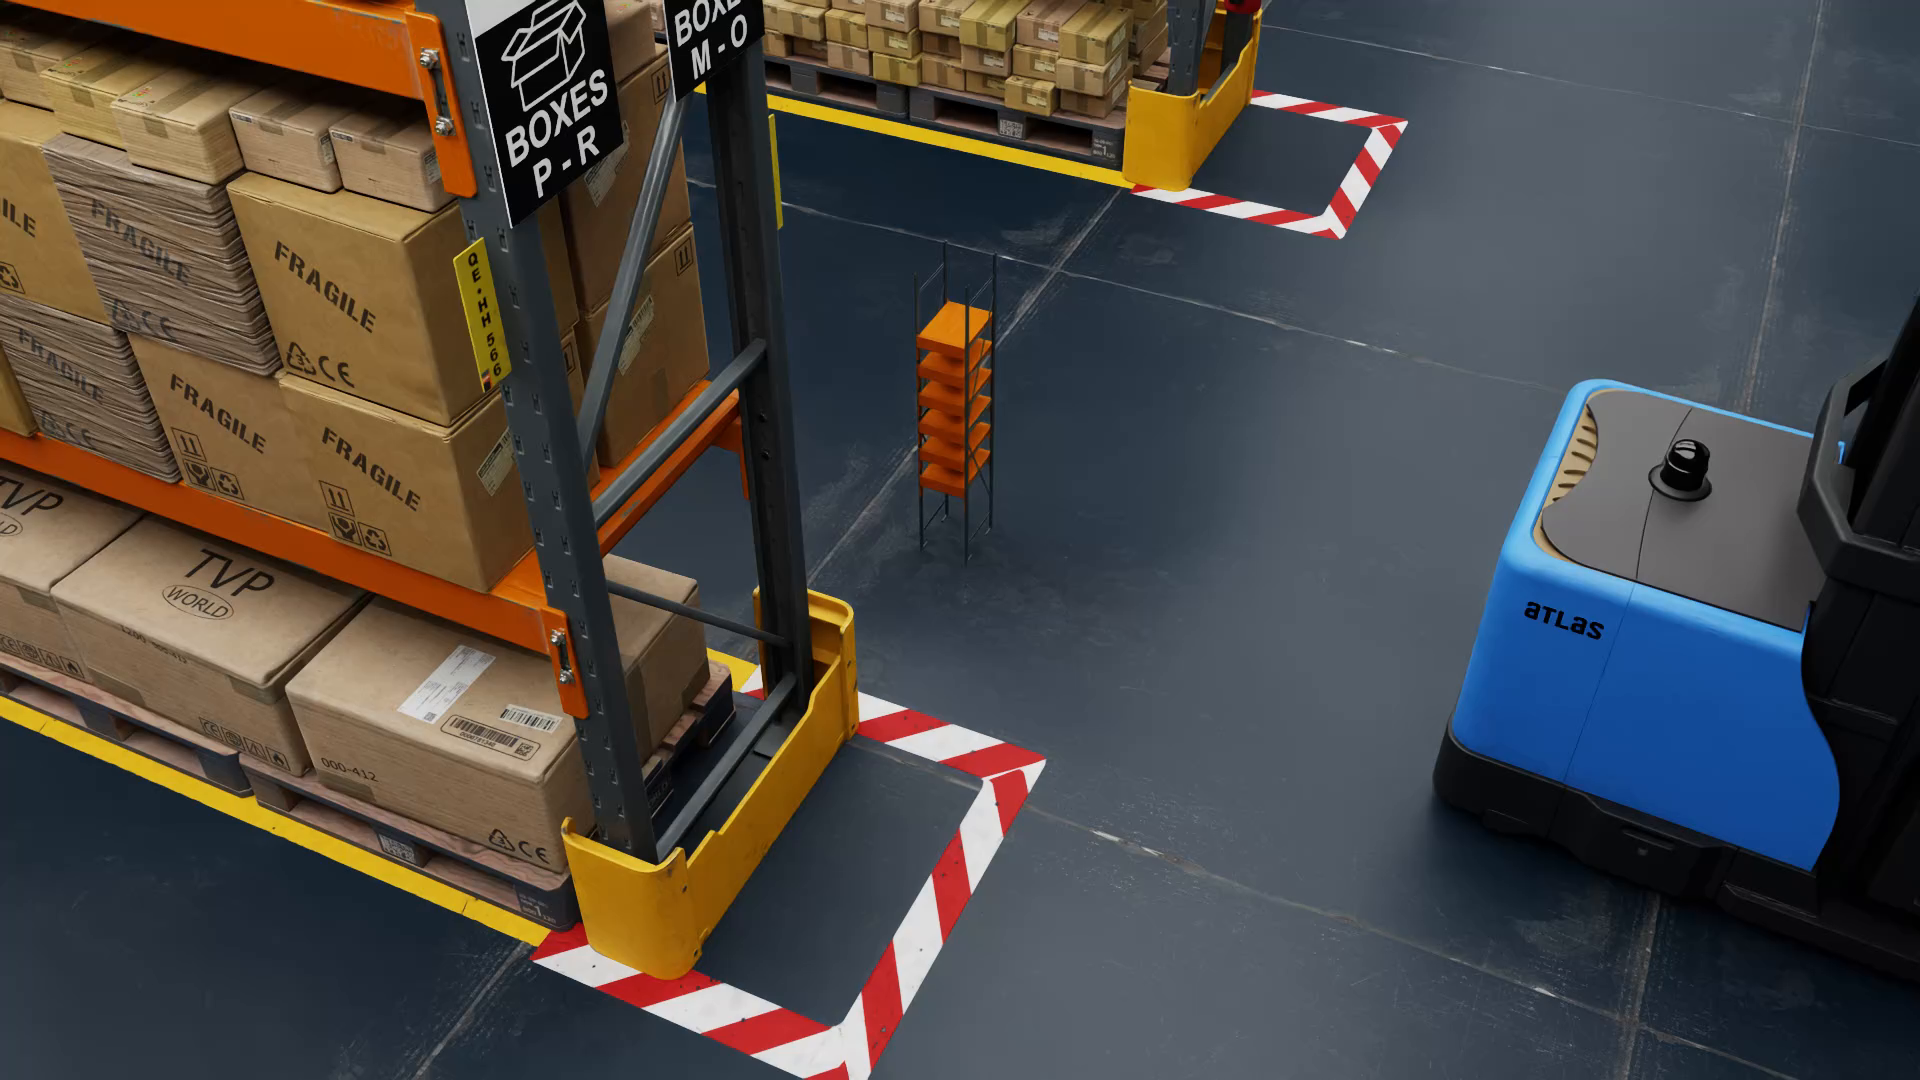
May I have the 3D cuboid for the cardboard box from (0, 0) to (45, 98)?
[{"bbox_3d":[-2.327,-1.214,4.026,0.250,0.149,0.380,18,44,20],"label":"cardboard box"}]

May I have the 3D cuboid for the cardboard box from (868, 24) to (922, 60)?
[{"bbox_3d":[-0.282,-2.667,8.666,0.250,0.149,0.380,18,44,19],"label":"cardboard box"}]

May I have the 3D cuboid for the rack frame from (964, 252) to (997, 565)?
[{"bbox_3d":[0.070,-0.432,5.832,0.006,1.200,0.240,17,44,19],"label":"rack frame"}]

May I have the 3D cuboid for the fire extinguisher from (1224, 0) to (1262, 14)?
[{"bbox_3d":[1.297,-2.704,7.424,0.183,0.674,0.296,17,44,19],"label":"fire extinguisher"}]

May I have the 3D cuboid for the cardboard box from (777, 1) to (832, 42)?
[{"bbox_3d":[-0.767,-2.809,8.830,0.250,0.149,0.380,17,44,19],"label":"cardboard box"}]

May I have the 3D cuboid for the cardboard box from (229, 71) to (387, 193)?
[{"bbox_3d":[-1.388,-0.949,3.720,0.250,0.149,0.380,18,44,19],"label":"cardboard box"}]

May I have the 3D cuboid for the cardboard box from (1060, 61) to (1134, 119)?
[{"bbox_3d":[0.699,-2.322,8.494,0.250,0.149,0.380,18,44,19],"label":"cardboard box"}]

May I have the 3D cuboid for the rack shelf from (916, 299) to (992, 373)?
[{"bbox_3d":[-0.013,-0.696,5.655,0.180,0.103,0.258,17,44,19],"label":"rack shelf"}]

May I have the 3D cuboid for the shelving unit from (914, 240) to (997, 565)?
[{"bbox_3d":[-0.013,-0.457,5.862,0.189,1.200,0.258,17,44,19],"label":"shelving unit"}]

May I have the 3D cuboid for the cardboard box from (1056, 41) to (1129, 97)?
[{"bbox_3d":[0.665,-2.389,8.345,0.250,0.149,0.380,16,43,18],"label":"cardboard box"}]

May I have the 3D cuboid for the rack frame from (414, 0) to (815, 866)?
[{"bbox_3d":[-0.738,-0.252,4.251,0.127,3.000,1.000,17,44,19],"label":"rack frame"}]

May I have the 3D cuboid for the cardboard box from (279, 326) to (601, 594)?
[{"bbox_3d":[-1.287,-0.266,4.191,0.500,0.500,0.500,17,44,19],"label":"cardboard box"}]

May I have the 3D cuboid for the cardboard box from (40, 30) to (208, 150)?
[{"bbox_3d":[-1.868,-1.065,3.854,0.250,0.149,0.380,18,44,20],"label":"cardboard box"}]

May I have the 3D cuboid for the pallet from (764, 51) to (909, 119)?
[{"bbox_3d":[-0.628,-2.770,9.285,1.213,0.211,1.003,17,44,19],"label":"pallet"}]

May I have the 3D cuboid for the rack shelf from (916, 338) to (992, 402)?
[{"bbox_3d":[-0.013,-0.605,5.734,0.180,0.103,0.258,17,44,19],"label":"rack shelf"}]

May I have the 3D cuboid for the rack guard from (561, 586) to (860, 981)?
[{"bbox_3d":[-0.716,0.699,5.062,0.348,0.500,1.175,17,44,19],"label":"rack guard"}]

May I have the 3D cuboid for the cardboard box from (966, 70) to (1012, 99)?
[{"bbox_3d":[0.220,-2.457,8.651,0.250,0.149,0.380,17,44,18],"label":"cardboard box"}]

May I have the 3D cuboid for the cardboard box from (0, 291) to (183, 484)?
[{"bbox_3d":[-2.205,-0.551,4.519,0.500,0.500,0.500,18,44,20],"label":"cardboard box"}]

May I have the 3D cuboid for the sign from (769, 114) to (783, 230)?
[{"bbox_3d":[-0.497,-0.937,4.319,0.005,0.325,0.100,17,44,19],"label":"sign"}]

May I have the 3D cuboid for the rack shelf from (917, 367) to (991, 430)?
[{"bbox_3d":[-0.013,-0.514,5.812,0.180,0.103,0.258,17,44,19],"label":"rack shelf"}]

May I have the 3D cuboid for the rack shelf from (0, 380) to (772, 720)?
[{"bbox_3d":[-2.550,-0.534,5.125,4.000,0.370,1.077,17,44,19],"label":"rack shelf"}]

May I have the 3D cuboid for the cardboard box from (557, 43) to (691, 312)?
[{"bbox_3d":[-1.052,-0.970,4.239,0.500,0.500,0.500,16,43,18],"label":"cardboard box"}]

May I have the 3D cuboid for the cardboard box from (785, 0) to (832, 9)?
[{"bbox_3d":[-0.731,-2.966,8.783,0.250,0.149,0.380,17,44,19],"label":"cardboard box"}]

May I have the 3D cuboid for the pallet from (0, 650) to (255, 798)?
[{"bbox_3d":[-2.597,0.288,5.757,1.213,0.211,1.003,17,44,19],"label":"pallet"}]

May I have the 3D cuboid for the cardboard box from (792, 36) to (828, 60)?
[{"bbox_3d":[-0.704,-2.753,8.992,0.250,0.149,0.380,18,44,20],"label":"cardboard box"}]

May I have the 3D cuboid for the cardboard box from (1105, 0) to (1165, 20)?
[{"bbox_3d":[0.933,-2.871,8.674,0.250,0.149,0.380,15,43,17],"label":"cardboard box"}]

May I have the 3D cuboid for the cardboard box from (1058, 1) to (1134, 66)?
[{"bbox_3d":[0.677,-2.521,8.270,0.250,0.149,0.380,17,44,19],"label":"cardboard box"}]

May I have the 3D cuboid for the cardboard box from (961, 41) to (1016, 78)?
[{"bbox_3d":[0.193,-2.532,8.510,0.250,0.149,0.380,15,43,17],"label":"cardboard box"}]

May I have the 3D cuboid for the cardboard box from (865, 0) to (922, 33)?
[{"bbox_3d":[-0.290,-2.771,8.559,0.250,0.149,0.380,19,44,20],"label":"cardboard box"}]

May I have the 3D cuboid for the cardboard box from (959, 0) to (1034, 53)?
[{"bbox_3d":[0.185,-2.621,8.385,0.250,0.149,0.380,16,43,18],"label":"cardboard box"}]

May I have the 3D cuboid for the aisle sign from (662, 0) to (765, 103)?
[{"bbox_3d":[-0.550,-1.387,3.575,0.004,0.787,0.394,17,44,19],"label":"aisle sign"}]

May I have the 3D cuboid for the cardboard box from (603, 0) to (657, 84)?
[{"bbox_3d":[-0.942,-1.175,3.981,0.250,0.149,0.380,18,44,20],"label":"cardboard box"}]

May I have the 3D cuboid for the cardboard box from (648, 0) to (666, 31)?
[{"bbox_3d":[-1.679,-3.004,9.282,0.250,0.149,0.380,17,44,18],"label":"cardboard box"}]

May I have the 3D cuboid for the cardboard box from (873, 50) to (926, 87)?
[{"bbox_3d":[-0.267,-2.551,8.759,0.250,0.149,0.380,15,43,17],"label":"cardboard box"}]

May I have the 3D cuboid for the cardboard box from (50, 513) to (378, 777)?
[{"bbox_3d":[-2.211,0.185,5.381,0.875,0.438,0.875,18,44,20],"label":"cardboard box"}]

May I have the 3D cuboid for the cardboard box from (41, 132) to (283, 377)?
[{"bbox_3d":[-1.761,-0.787,4.028,0.500,0.500,0.500,17,44,19],"label":"cardboard box"}]

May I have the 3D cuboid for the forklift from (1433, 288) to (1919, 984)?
[{"bbox_3d":[3.042,-0.092,4.119,3.031,2.935,1.130,19,44,21],"label":"forklift"}]
